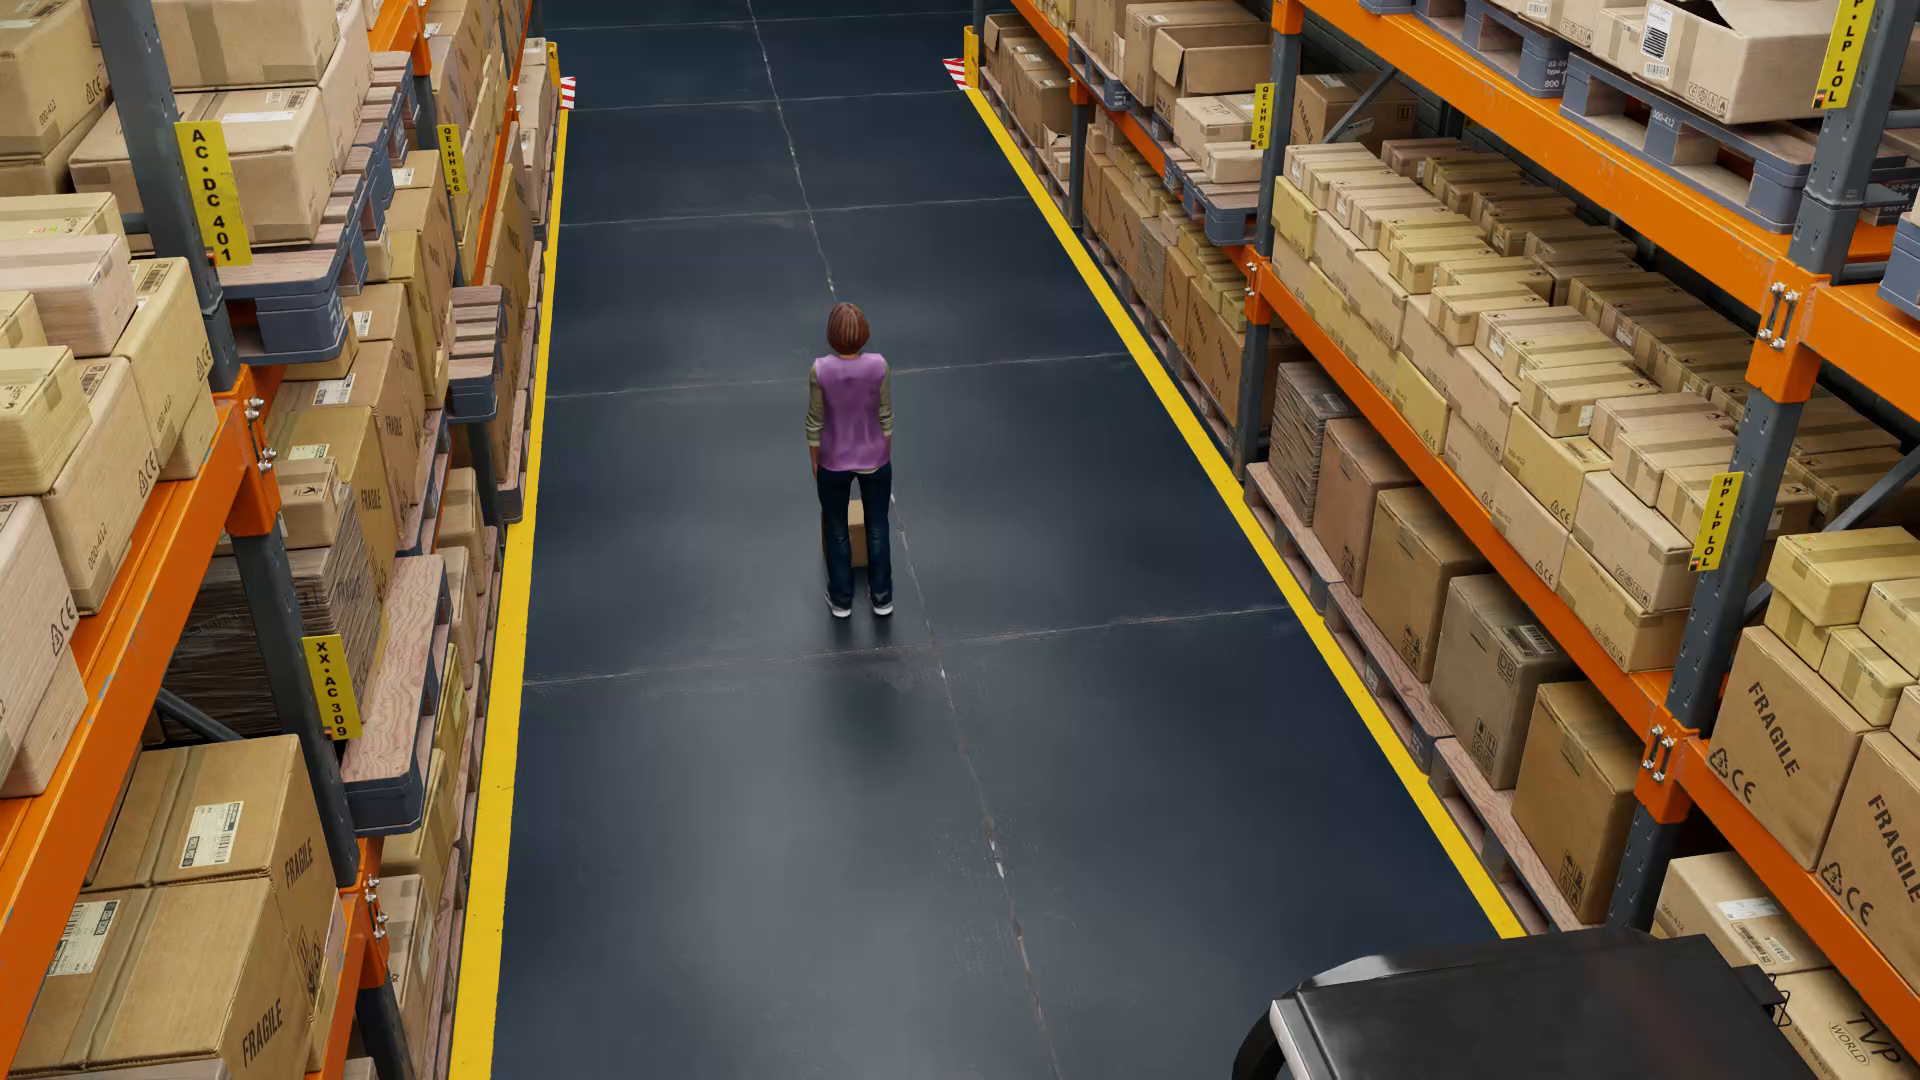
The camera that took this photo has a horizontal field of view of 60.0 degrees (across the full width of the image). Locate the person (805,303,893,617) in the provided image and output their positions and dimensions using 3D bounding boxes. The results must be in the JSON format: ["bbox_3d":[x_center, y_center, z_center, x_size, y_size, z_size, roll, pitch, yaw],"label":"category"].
[{"bbox_3d":[-0.508,-0.362,7.743,0.405,1.596,0.312,-5,31,-8],"label":"person"}]
